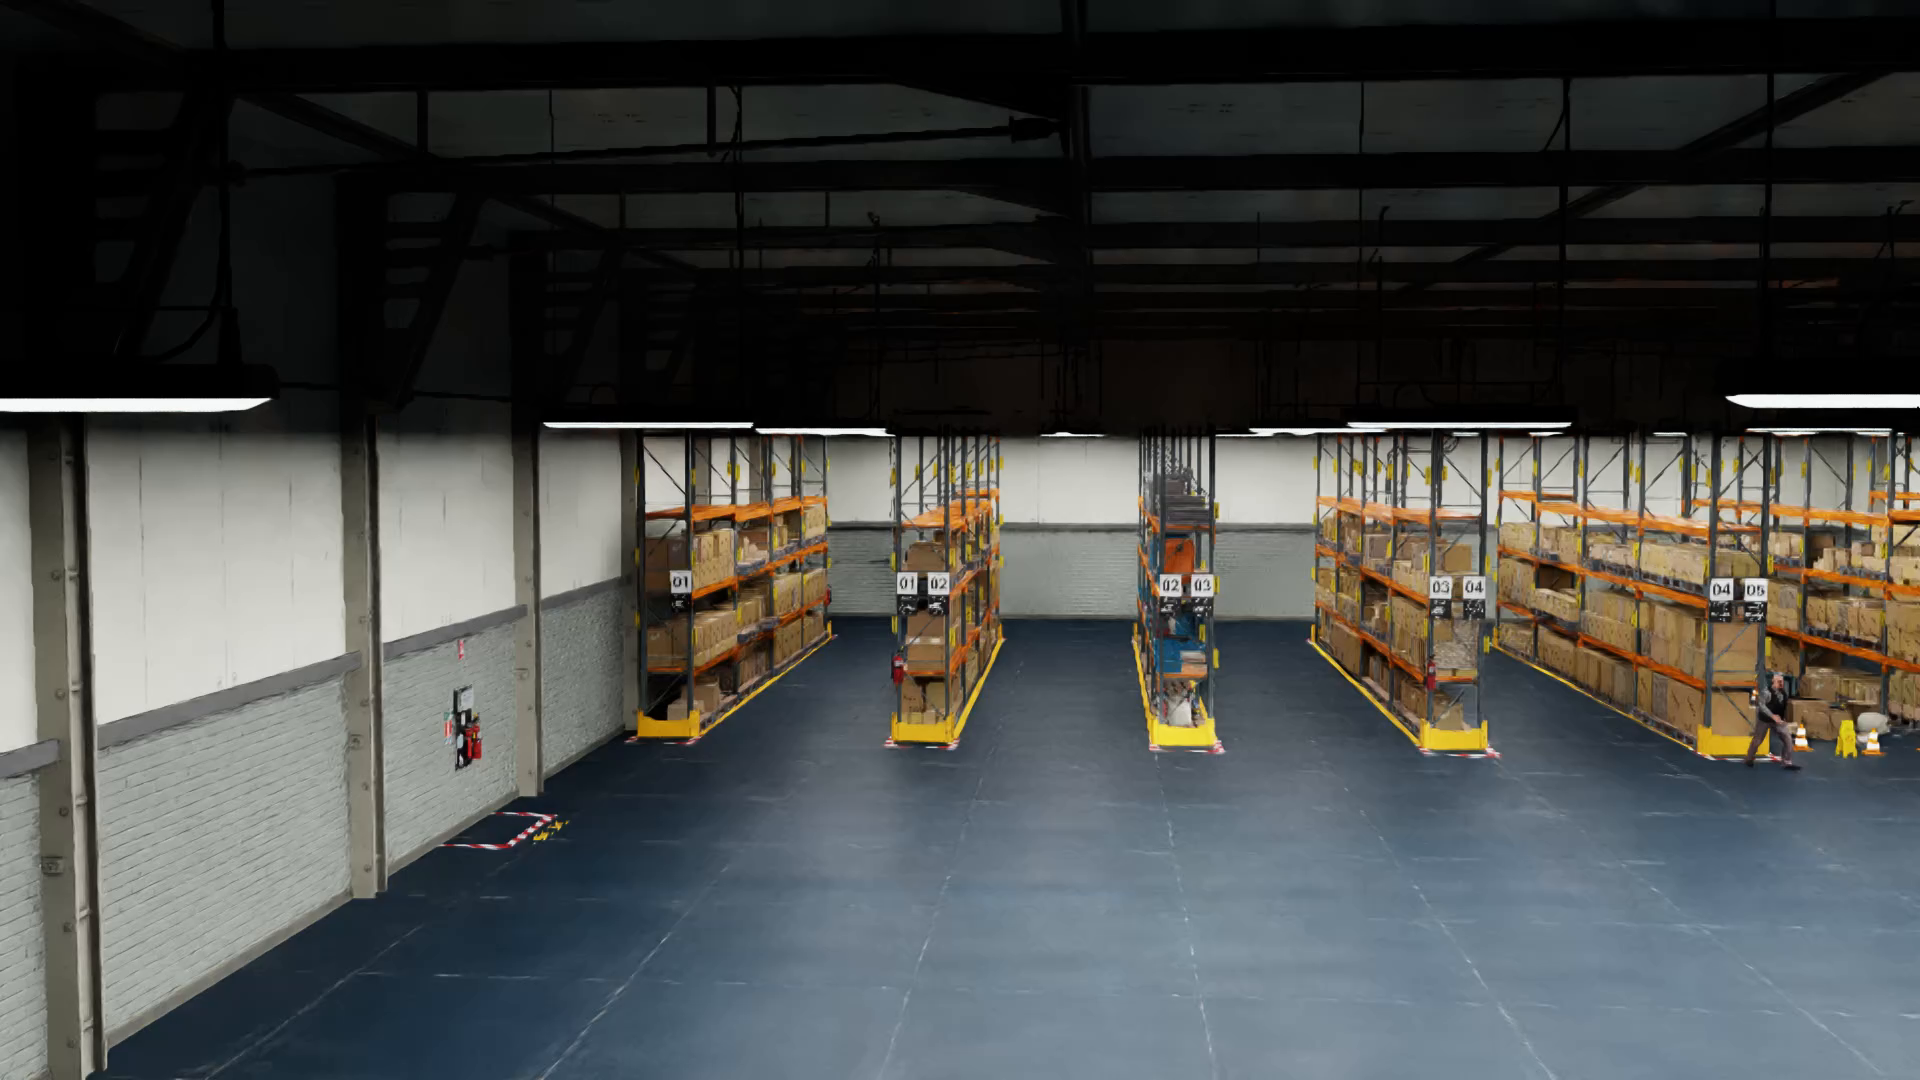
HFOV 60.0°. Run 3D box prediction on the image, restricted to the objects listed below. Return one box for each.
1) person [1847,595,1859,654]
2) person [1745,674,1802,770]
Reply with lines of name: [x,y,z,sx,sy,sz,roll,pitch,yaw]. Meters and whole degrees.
person: [23.608,2.250,43.859,0.439,1.596,0.511,0,3,4]
person: [14.069,3.132,28.820,0.683,1.662,0.837,-1,4,-12]
